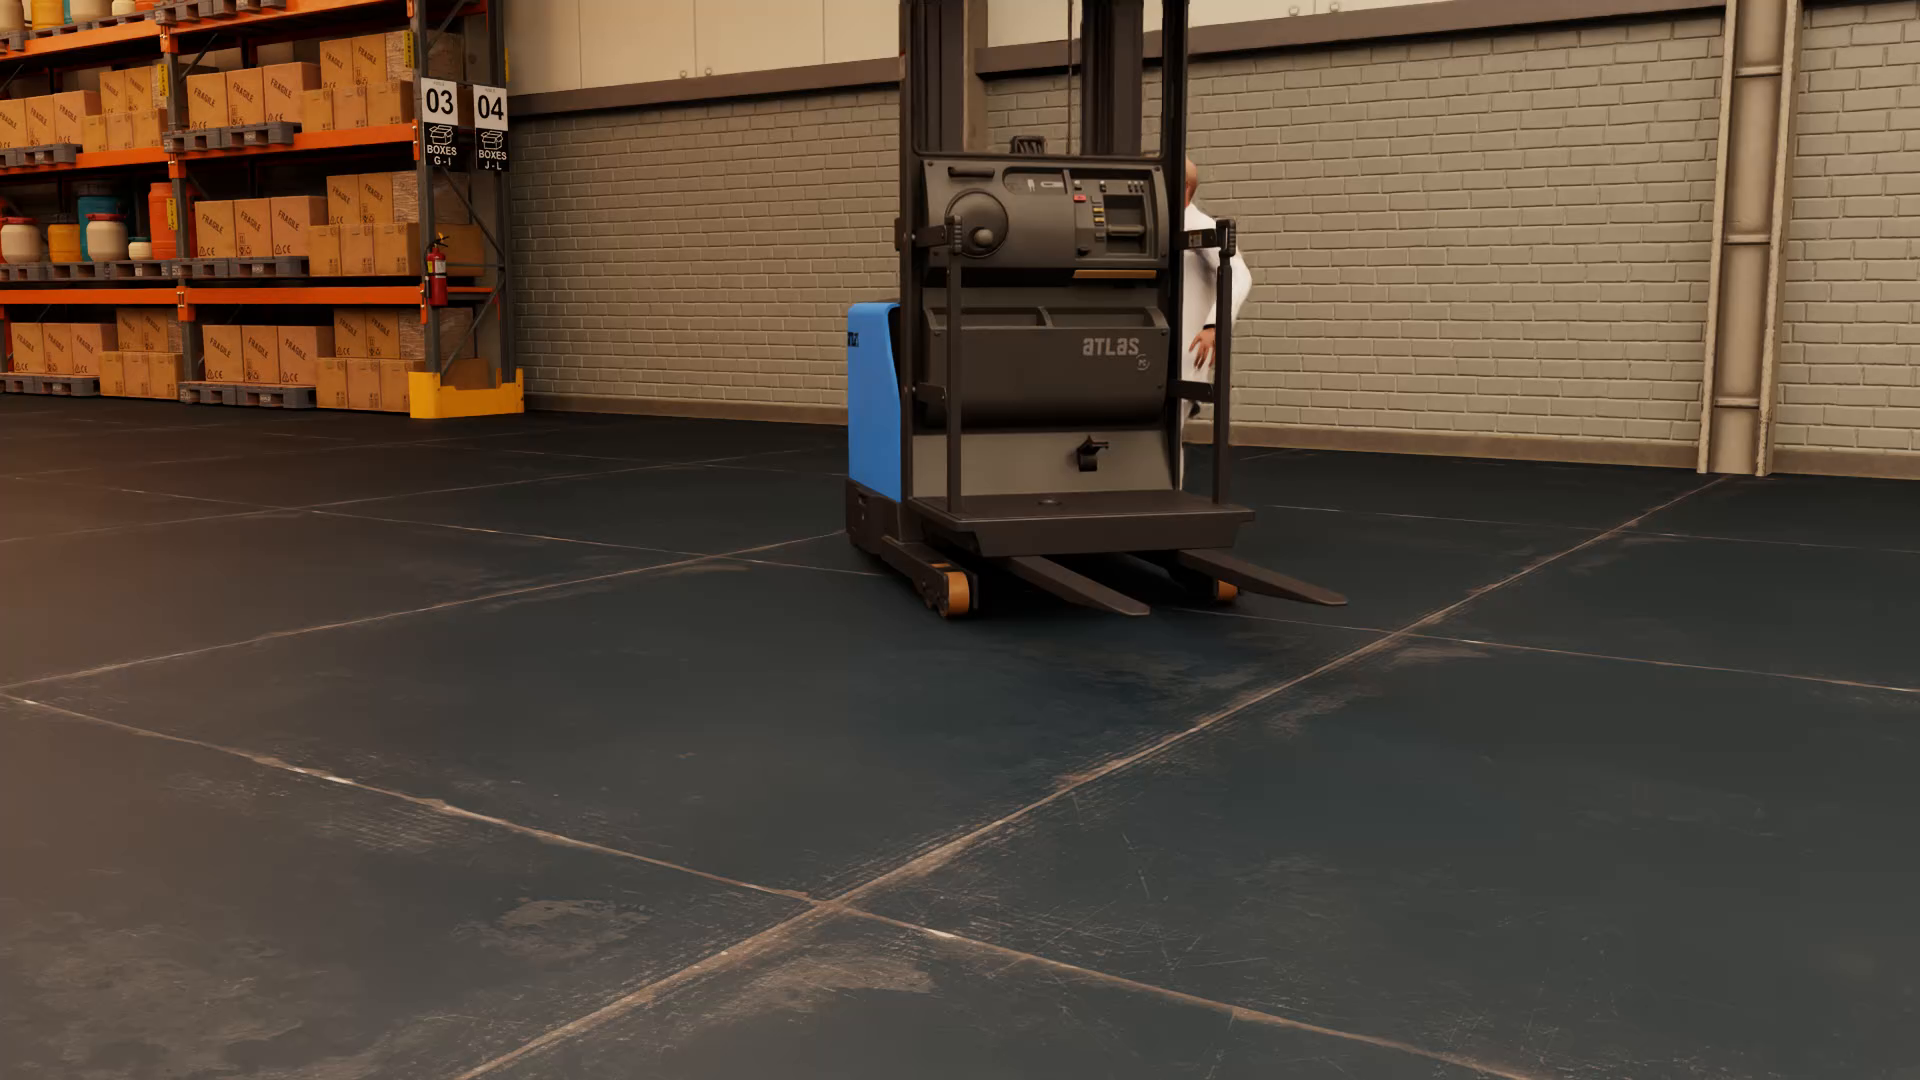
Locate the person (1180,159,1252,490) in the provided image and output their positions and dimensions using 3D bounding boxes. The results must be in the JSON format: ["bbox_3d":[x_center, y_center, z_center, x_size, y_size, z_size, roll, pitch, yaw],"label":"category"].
[{"bbox_3d":[0.848,-0.831,7.433,0.609,1.733,0.970,-3,9,-21],"label":"person"}]

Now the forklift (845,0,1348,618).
[{"bbox_3d":[0.383,-1.243,5.930,1.130,2.935,3.031,-2,8,-15],"label":"forklift"}]
